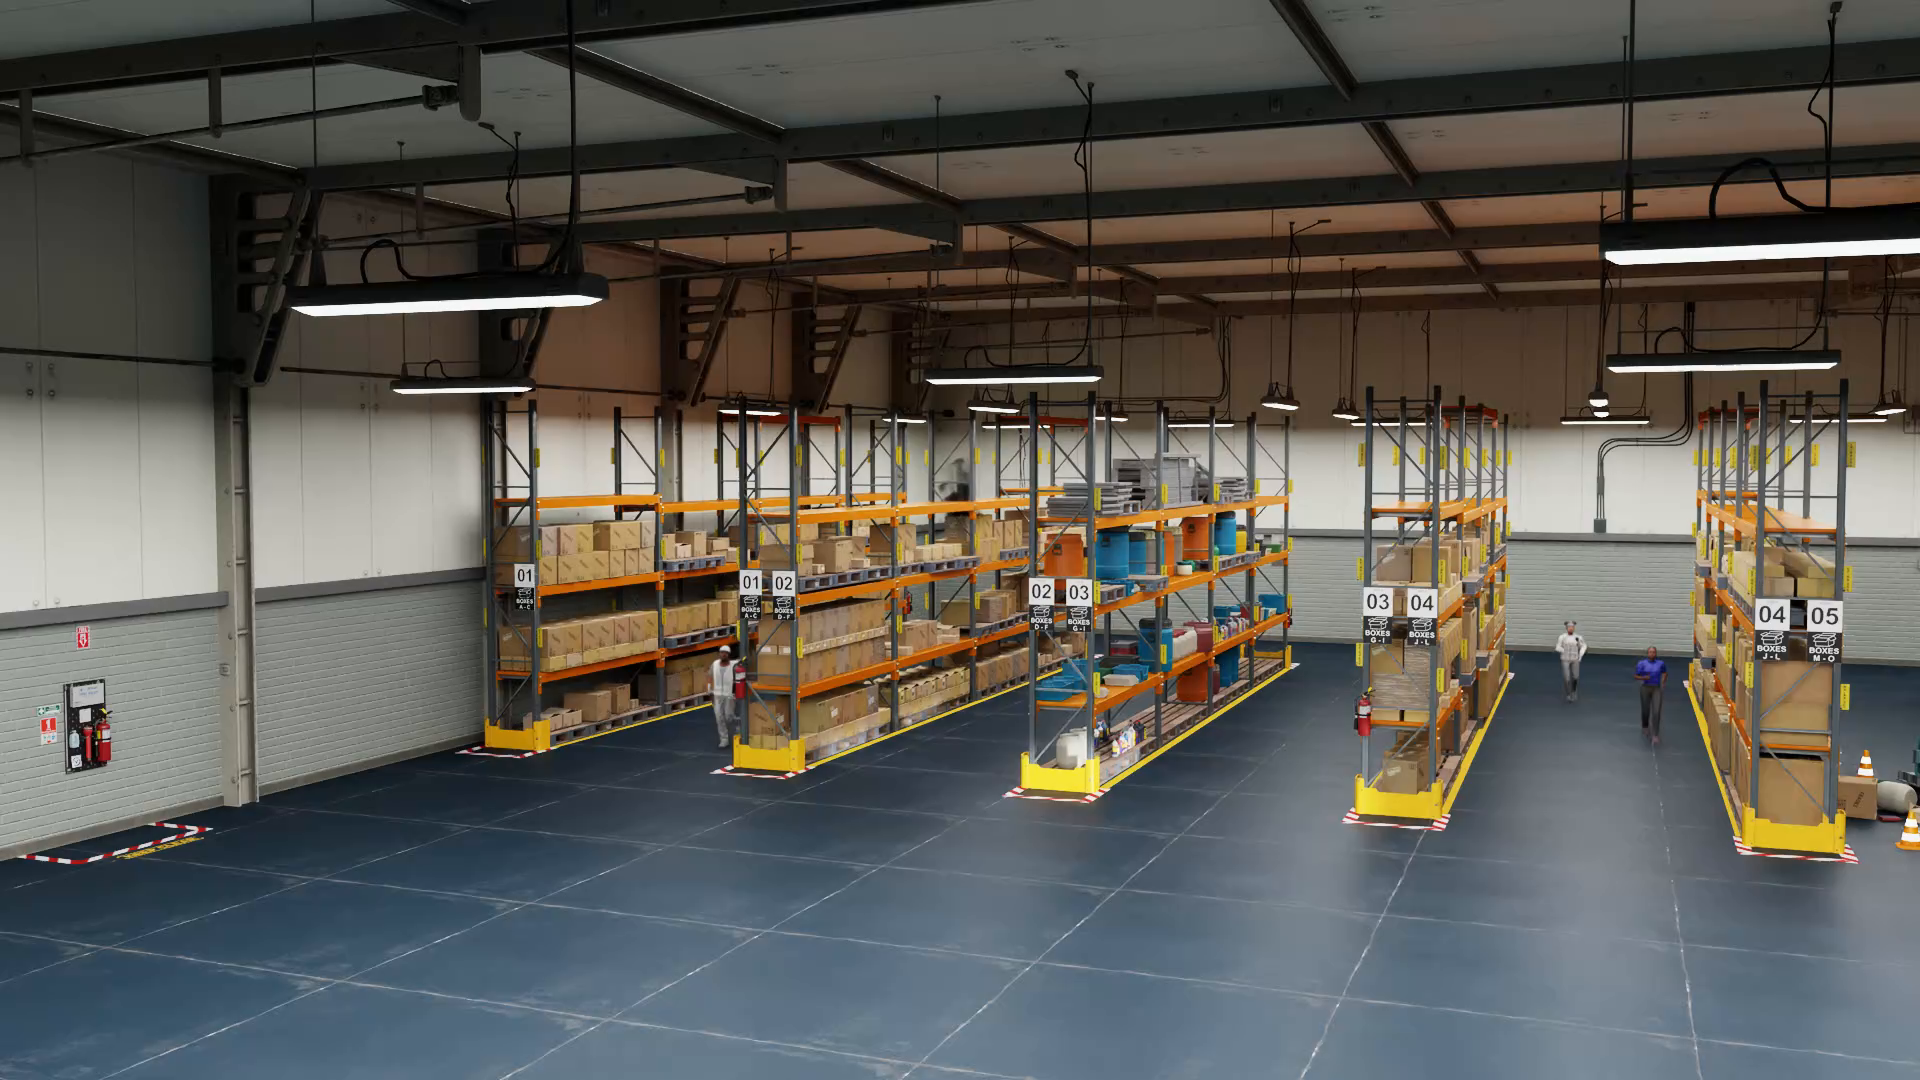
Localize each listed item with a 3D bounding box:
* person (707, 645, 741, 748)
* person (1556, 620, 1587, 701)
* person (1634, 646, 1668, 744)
[{"bbox_3d":[-4.088,2.705,28.987,0.677,1.756,0.695,1,3,10],"label":"person"},{"bbox_3d":[12.536,2.478,34.110,0.599,1.666,0.577,1,3,20],"label":"person"},{"bbox_3d":[12.181,2.695,29.310,0.575,1.657,0.909,1,3,18],"label":"person"}]
